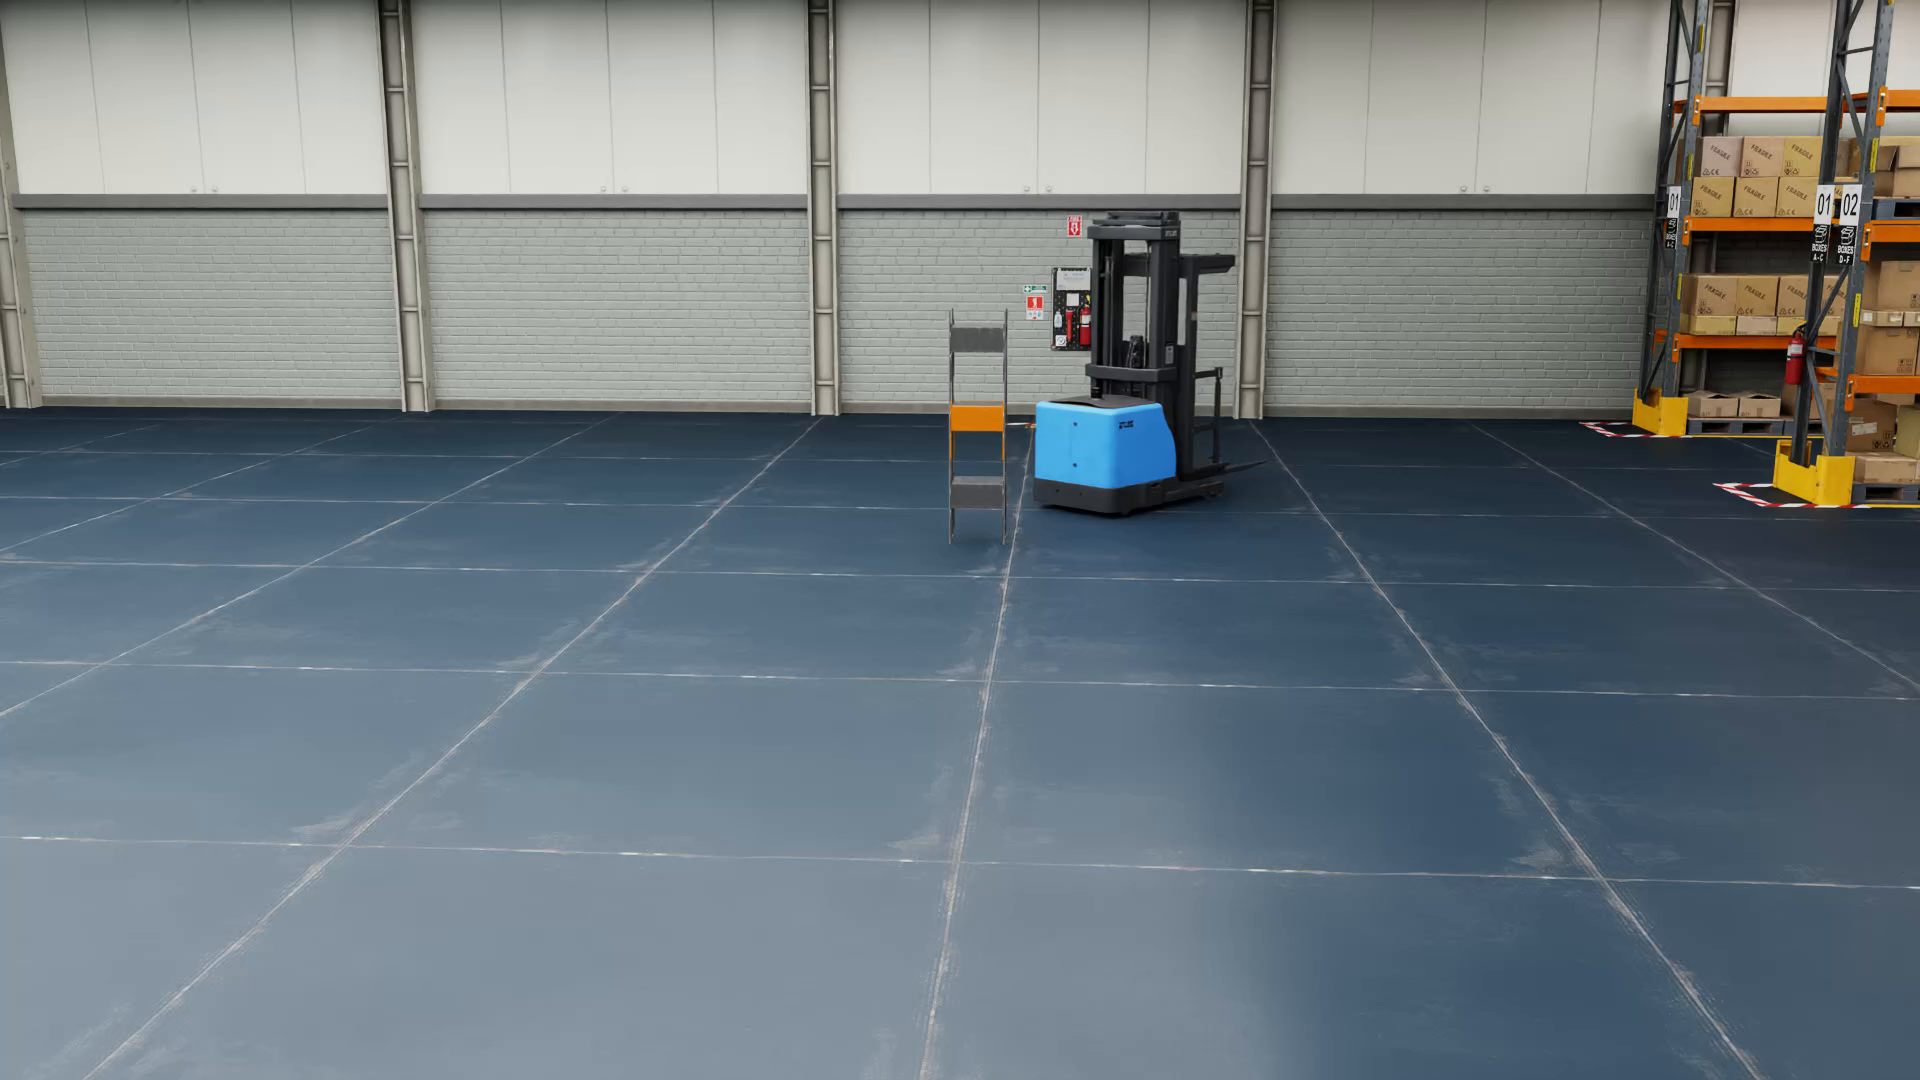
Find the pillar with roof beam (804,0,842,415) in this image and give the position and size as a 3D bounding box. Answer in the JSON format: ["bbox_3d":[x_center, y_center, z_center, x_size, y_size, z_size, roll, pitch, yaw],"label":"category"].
[{"bbox_3d":[-2.206,-5.339,18.794,0.400,9.000,9.100,1,12,4],"label":"pillar with roof beam"}]

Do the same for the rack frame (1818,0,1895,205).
[{"bbox_3d":[8.971,-4.875,16.577,0.127,3.000,1.000,1,12,4],"label":"rack frame"}]

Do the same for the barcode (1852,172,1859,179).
[{"bbox_3d":[9.305,-3.785,17.276,0.075,0.075,0.001,1,12,4],"label":"barcode"}]

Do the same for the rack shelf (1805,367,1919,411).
[{"bbox_3d":[10.967,-1.559,17.134,4.000,0.370,1.077,1,12,4],"label":"rack shelf"}]

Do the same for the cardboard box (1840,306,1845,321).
[{"bbox_3d":[9.365,-2.339,17.275,0.250,0.149,0.380,1,12,3],"label":"cardboard box"}]

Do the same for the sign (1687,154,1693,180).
[{"bbox_3d":[9.262,-4.736,21.103,0.005,0.325,0.100,1,12,4],"label":"sign"}]

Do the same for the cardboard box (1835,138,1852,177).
[{"bbox_3d":[11.283,-4.989,21.715,0.500,0.500,0.500,1,12,4],"label":"cardboard box"}]

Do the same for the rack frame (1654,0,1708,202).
[{"bbox_3d":[9.298,-5.887,21.415,0.127,3.000,1.000,1,12,4],"label":"rack frame"}]

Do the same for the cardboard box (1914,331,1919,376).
[{"bbox_3d":[9.960,-1.972,17.108,0.500,0.500,0.700,1,12,5],"label":"cardboard box"}]

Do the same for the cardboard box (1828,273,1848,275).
[{"bbox_3d":[11.822,-3.264,22.014,0.500,0.500,0.500,1,12,5],"label":"cardboard box"}]

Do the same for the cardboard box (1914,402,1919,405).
[{"bbox_3d":[12.754,-1.726,22.018,0.250,0.166,0.380,-1,12,-4],"label":"cardboard box"}]

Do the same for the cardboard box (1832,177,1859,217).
[{"bbox_3d":[11.203,-4.398,21.329,0.500,0.500,0.500,2,12,7],"label":"cardboard box"}]

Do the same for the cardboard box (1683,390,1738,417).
[{"bbox_3d":[9.983,-1.822,22.126,0.500,0.311,0.500,-1,12,-3],"label":"cardboard box"}]

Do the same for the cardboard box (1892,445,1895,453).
[{"bbox_3d":[10.026,-0.847,17.662,0.500,0.250,0.500,1,12,4],"label":"cardboard box"}]

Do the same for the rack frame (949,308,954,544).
[{"bbox_3d":[-0.078,-1.029,15.040,0.015,2.100,0.400,1,12,4],"label":"rack frame"}]

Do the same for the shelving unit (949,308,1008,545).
[{"bbox_3d":[0.165,-1.025,15.024,0.503,2.100,0.431,1,12,4],"label":"shelving unit"}]

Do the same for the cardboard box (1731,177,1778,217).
[{"bbox_3d":[10.149,-4.407,21.374,0.500,0.500,0.500,2,12,8],"label":"cardboard box"}]

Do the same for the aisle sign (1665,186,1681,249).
[{"bbox_3d":[9.207,-4.163,21.475,0.004,0.787,0.394,1,12,4],"label":"aisle sign"}]

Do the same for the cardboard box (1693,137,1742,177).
[{"bbox_3d":[9.667,-4.912,21.345,0.500,0.500,0.500,0,12,0],"label":"cardboard box"}]

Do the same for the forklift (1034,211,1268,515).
[{"bbox_3d":[2.122,-1.915,17.247,1.130,2.935,3.031,11,16,42],"label":"forklift"}]

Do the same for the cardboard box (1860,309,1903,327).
[{"bbox_3d":[9.348,-2.256,16.878,0.250,0.149,0.380,1,12,3],"label":"cardboard box"}]

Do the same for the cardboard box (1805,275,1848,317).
[{"bbox_3d":[11.278,-3.164,21.537,0.500,0.500,0.500,1,12,6],"label":"cardboard box"}]

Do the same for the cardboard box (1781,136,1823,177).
[{"bbox_3d":[10.676,-4.890,21.240,0.500,0.500,0.500,1,12,5],"label":"cardboard box"}]

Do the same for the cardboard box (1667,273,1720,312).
[{"bbox_3d":[9.783,-3.291,22.142,0.500,0.500,0.500,1,12,3],"label":"cardboard box"}]

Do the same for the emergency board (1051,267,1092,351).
[{"bbox_3d":[1.605,-3.241,23.419,0.643,1.169,0.194,1,12,4],"label":"emergency board"}]

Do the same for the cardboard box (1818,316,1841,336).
[{"bbox_3d":[11.295,-2.796,21.606,0.500,0.250,0.500,1,12,4],"label":"cardboard box"}]

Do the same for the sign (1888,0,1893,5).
[{"bbox_3d":[8.928,-5.296,15.923,0.005,0.325,0.100,1,12,4],"label":"sign"}]

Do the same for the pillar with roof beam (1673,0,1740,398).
[{"bbox_3d":[9.767,-5.175,18.009,0.400,9.000,9.100,1,12,4],"label":"pillar with roof beam"}]

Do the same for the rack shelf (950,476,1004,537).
[{"bbox_3d":[0.165,-0.327,15.170,0.480,0.518,0.431,1,12,4],"label":"rack shelf"}]

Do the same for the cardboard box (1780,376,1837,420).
[{"bbox_3d":[11.280,-1.886,21.973,0.500,0.500,0.700,0,12,0],"label":"cardboard box"}]

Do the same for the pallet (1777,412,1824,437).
[{"bbox_3d":[11.397,-1.549,22.140,1.213,0.211,1.003,1,12,4],"label":"pallet"}]

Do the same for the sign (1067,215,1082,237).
[{"bbox_3d":[1.604,-4.396,23.280,0.199,0.298,0.001,1,12,4],"label":"sign"}]

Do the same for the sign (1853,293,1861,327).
[{"bbox_3d":[8.928,-2.288,16.553,0.005,0.325,0.100,1,12,4],"label":"sign"}]

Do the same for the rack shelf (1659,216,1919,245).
[{"bbox_3d":[11.294,-4.039,21.665,4.000,0.370,1.077,1,12,4],"label":"rack shelf"}]

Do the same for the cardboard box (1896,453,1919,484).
[{"bbox_3d":[9.991,-0.739,17.148,0.500,0.250,0.500,1,12,4],"label":"cardboard box"}]

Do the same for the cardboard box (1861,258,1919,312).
[{"bbox_3d":[9.489,-2.613,17.001,0.500,0.500,0.700,1,12,4],"label":"cardboard box"}]

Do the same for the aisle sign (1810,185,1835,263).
[{"bbox_3d":[8.925,-3.272,17.216,0.004,0.787,0.394,1,12,4],"label":"aisle sign"}]

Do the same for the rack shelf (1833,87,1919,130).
[{"bbox_3d":[10.967,-4.300,16.560,4.000,0.370,1.077,1,12,4],"label":"rack shelf"}]

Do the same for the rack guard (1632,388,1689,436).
[{"bbox_3d":[9.374,-1.726,22.280,0.348,0.500,1.175,1,12,4],"label":"rack guard"}]

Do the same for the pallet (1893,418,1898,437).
[{"bbox_3d":[12.617,-1.533,22.062,1.213,0.211,1.003,1,12,4],"label":"pallet"}]

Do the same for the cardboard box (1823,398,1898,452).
[{"bbox_3d":[9.526,-1.219,17.608,0.500,0.500,0.500,1,12,4],"label":"cardboard box"}]

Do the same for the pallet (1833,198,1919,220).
[{"bbox_3d":[9.675,-3.348,16.821,1.213,0.211,1.003,1,12,4],"label":"pallet"}]

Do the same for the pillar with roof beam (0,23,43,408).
[{"bbox_3d":[-14.179,-5.503,19.579,0.400,9.000,9.100,1,12,4],"label":"pillar with roof beam"}]

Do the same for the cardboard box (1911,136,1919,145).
[{"bbox_3d":[12.221,-4.869,21.139,0.500,0.500,0.500,1,12,7],"label":"cardboard box"}]

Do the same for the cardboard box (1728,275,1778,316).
[{"bbox_3d":[10.247,-3.177,21.599,0.500,0.500,0.500,1,12,4],"label":"cardboard box"}]

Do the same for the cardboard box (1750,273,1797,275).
[{"bbox_3d":[10.801,-3.276,22.070,0.500,0.500,0.500,0,12,2],"label":"cardboard box"}]

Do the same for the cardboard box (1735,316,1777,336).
[{"bbox_3d":[10.283,-2.811,21.680,0.500,0.250,0.500,0,12,2],"label":"cardboard box"}]
